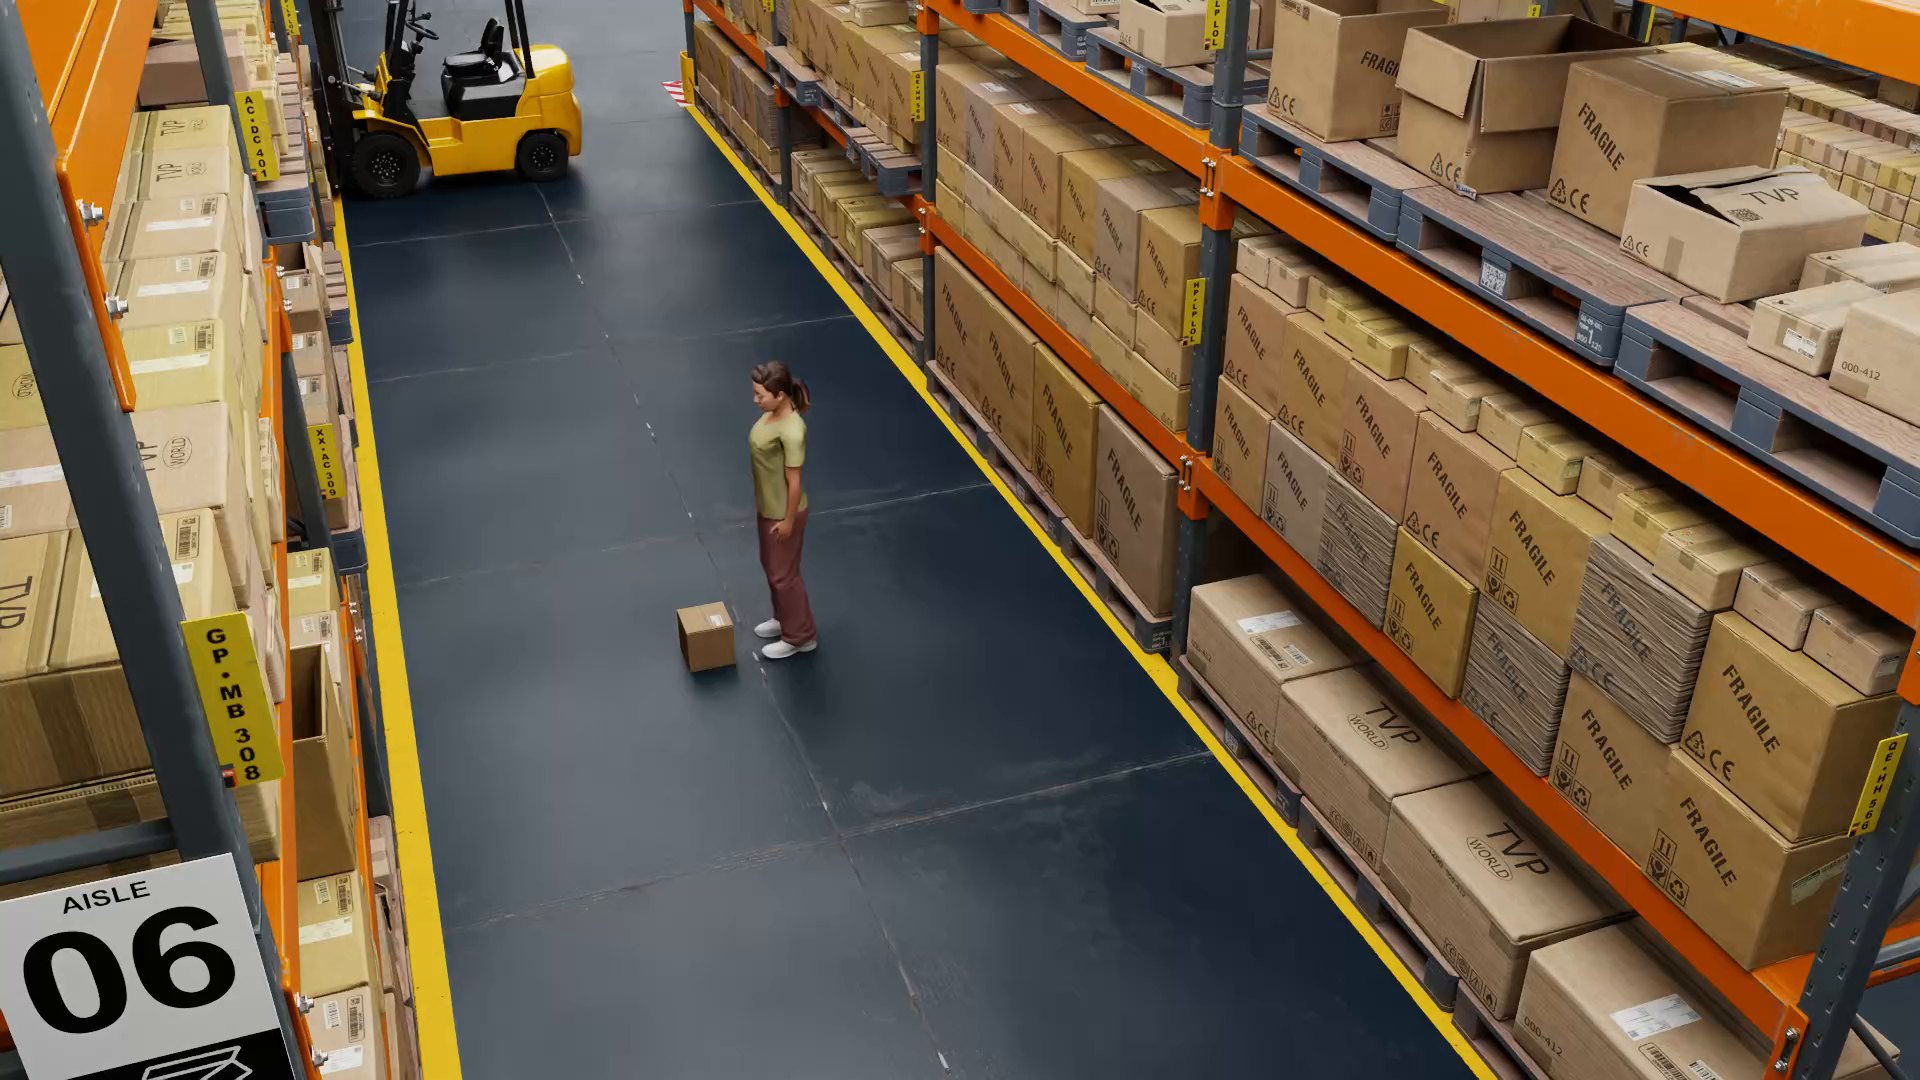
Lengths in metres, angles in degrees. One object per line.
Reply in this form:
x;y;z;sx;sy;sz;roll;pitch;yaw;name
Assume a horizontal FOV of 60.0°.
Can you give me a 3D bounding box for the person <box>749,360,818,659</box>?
-0.916;-0.161;8.633;0.369;1.670;0.445;-10;31;-17;person
